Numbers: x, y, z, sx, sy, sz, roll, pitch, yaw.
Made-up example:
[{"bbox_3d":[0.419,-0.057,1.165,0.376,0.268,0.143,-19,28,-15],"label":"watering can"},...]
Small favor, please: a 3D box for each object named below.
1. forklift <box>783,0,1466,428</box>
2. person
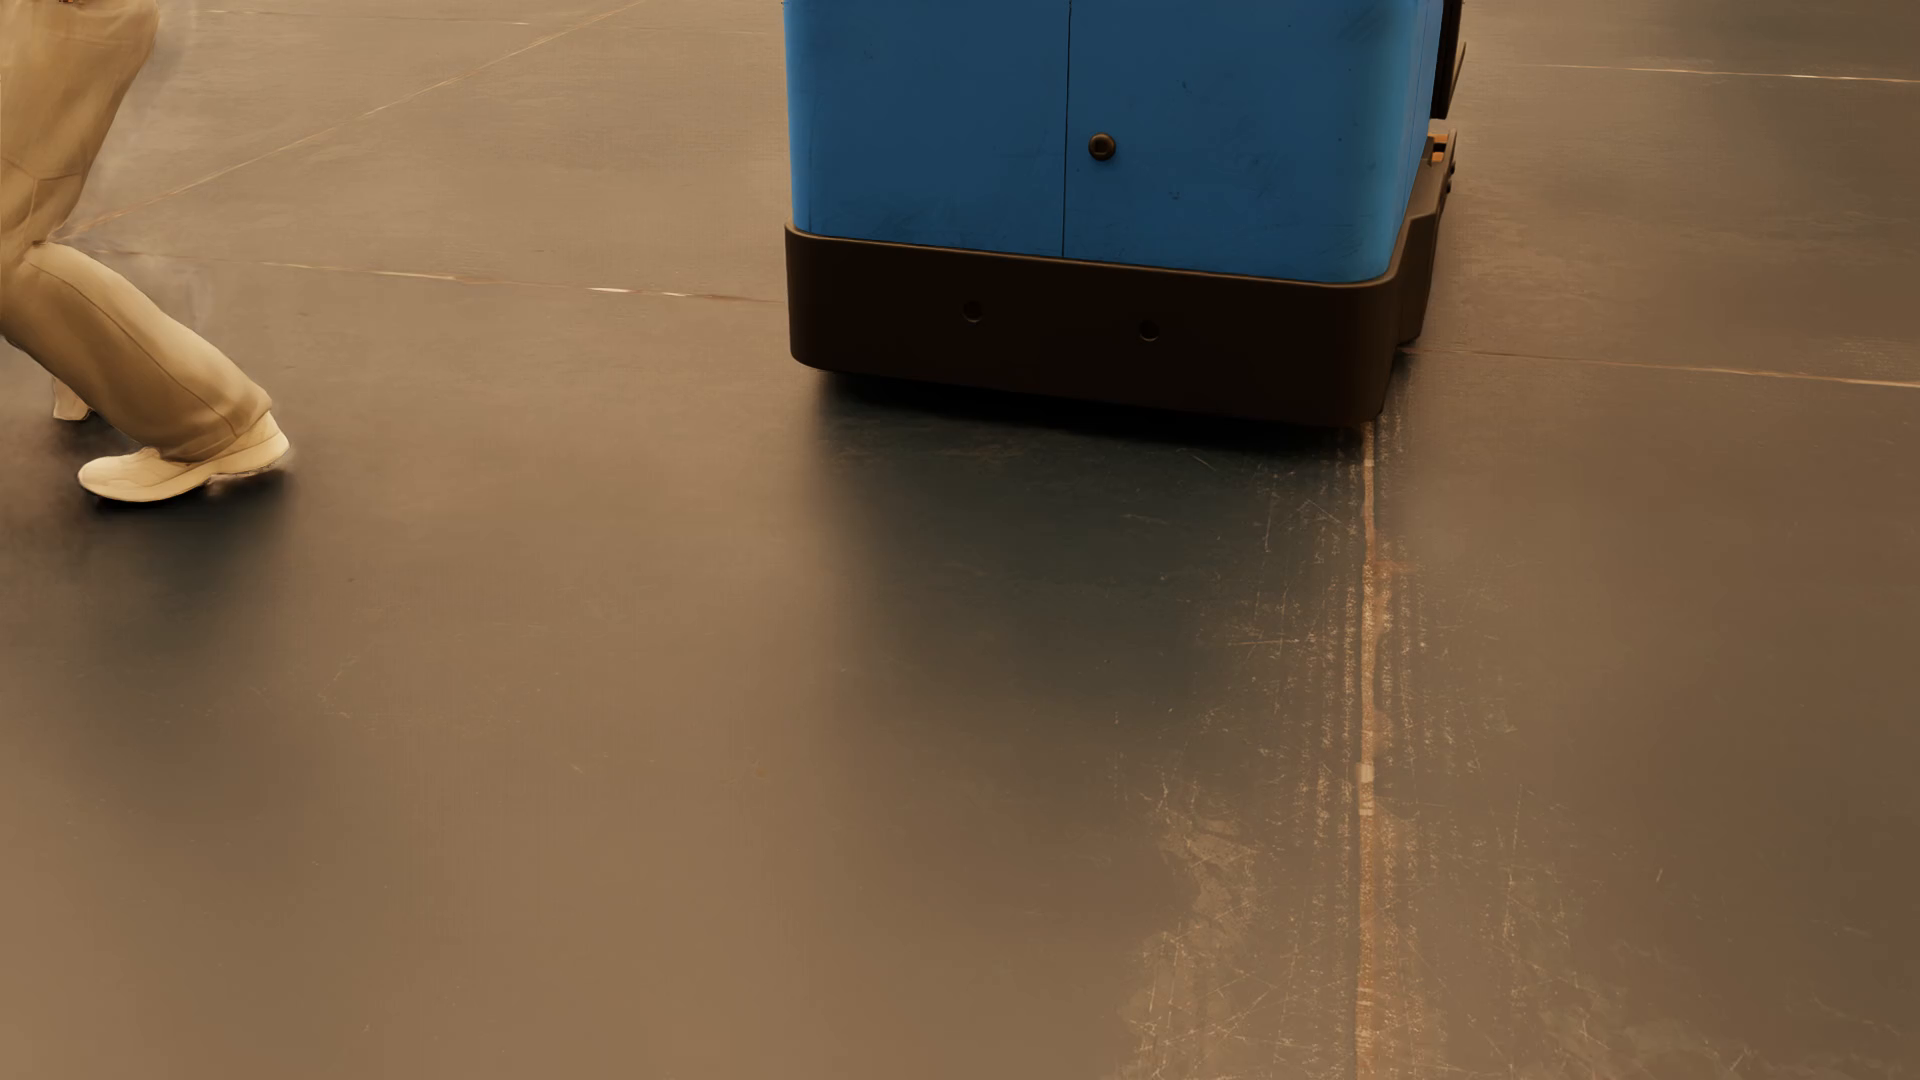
[{"bbox_3d":[0.627,-2.135,3.477,1.130,2.935,3.031,8,28,16],"label":"forklift"},{"bbox_3d":[-1.466,-0.774,2.429,0.885,1.548,0.456,18,32,31],"label":"person"}]
